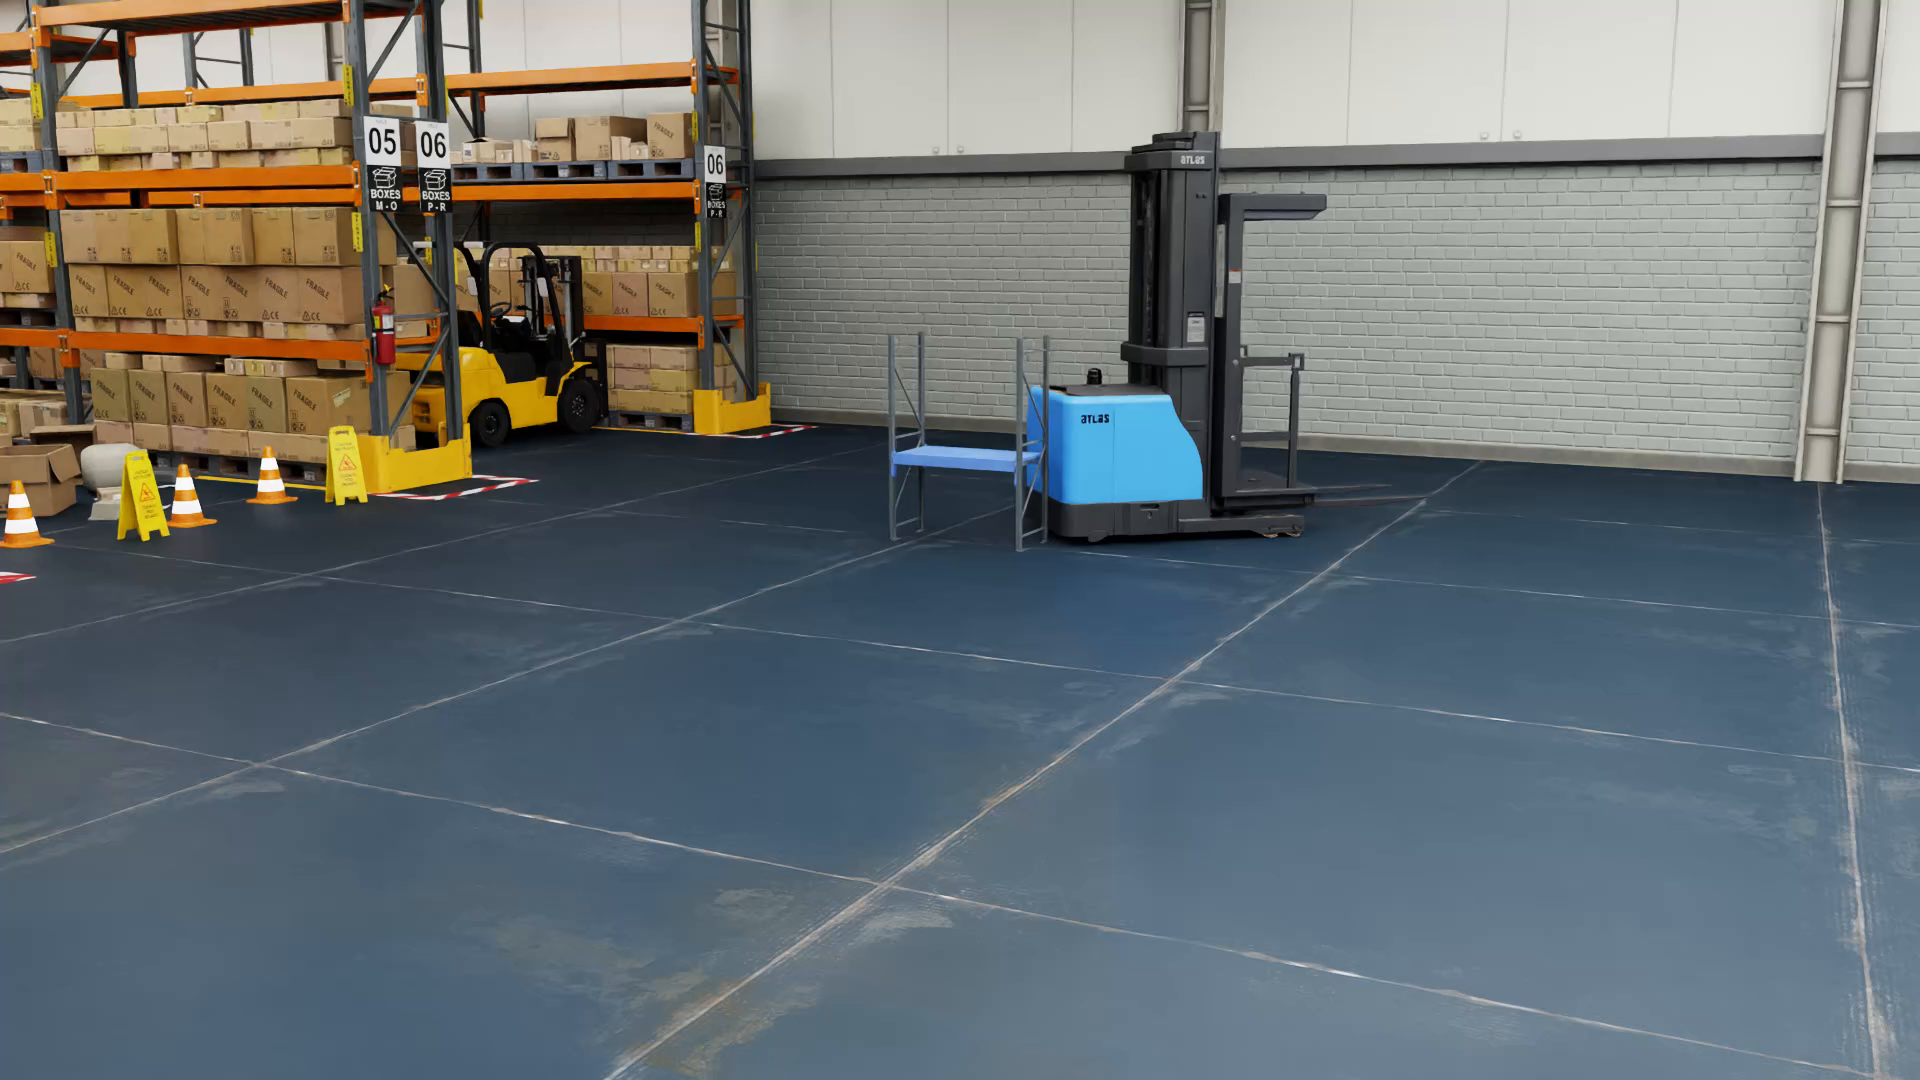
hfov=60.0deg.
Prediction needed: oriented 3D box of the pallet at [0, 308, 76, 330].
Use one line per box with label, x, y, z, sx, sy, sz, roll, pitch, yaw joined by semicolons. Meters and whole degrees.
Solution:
pallet;-9.064;-2.283;16.959;1.213;0.211;1.003;5;11;26

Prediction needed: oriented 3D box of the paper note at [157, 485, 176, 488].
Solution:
paper note;-7.071;-0.487;14.834;0.148;0.019;0.142;1;10;6

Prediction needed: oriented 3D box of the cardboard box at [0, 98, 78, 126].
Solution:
cardboard box;-9.019;-4.174;16.285;0.500;0.250;0.500;5;12;27

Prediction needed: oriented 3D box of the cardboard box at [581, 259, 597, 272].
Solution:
cardboard box;-4.259;-3.220;19.495;0.250;0.149;0.380;5;11;26

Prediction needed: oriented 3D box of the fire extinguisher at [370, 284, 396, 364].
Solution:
fire extinguisher;-4.957;-1.858;14.290;0.183;0.674;0.296;5;11;26

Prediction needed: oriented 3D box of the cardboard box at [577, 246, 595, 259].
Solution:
cardboard box;-4.266;-3.365;19.465;0.250;0.149;0.380;5;12;27

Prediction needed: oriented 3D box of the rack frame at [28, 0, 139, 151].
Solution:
rack frame;-8.443;-5.246;15.946;0.127;3.000;1.000;5;11;26

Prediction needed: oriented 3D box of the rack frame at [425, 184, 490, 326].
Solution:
rack frame;-6.250;-3.087;20.863;0.127;3.000;1.000;5;11;26

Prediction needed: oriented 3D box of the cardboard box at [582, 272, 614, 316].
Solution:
cardboard box;-4.141;-2.900;19.551;0.500;0.500;0.500;5;11;25

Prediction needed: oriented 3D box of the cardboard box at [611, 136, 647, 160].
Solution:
cardboard box;-3.768;-4.474;19.023;0.258;0.266;0.396;5;11;26

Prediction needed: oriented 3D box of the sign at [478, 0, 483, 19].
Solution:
sign;-5.982;-6.663;20.710;0.005;0.325;0.100;5;11;26

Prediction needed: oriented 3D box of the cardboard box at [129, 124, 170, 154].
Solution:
cardboard box;-7.259;-3.683;15.321;0.500;0.250;0.500;5;11;26

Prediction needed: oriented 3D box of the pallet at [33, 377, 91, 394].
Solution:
pallet;-12.678;-2.287;24.273;1.213;0.211;1.003;5;11;26

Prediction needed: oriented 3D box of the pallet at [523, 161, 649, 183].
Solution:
pallet;-4.383;-4.360;19.722;1.213;0.211;1.003;5;11;26

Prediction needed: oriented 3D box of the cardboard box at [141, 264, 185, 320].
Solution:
cardboard box;-7.266;-2.333;15.580;0.500;0.500;0.500;5;11;25

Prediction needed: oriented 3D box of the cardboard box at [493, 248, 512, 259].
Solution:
cardboard box;-5.403;-3.467;20.029;0.250;0.149;0.380;5;12;27

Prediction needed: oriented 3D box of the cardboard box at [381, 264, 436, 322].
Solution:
cardboard box;-5.158;-2.256;15.155;0.500;0.500;0.500;5;11;25

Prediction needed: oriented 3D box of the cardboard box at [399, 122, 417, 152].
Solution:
cardboard box;-5.189;-3.609;14.913;0.500;0.250;0.500;5;11;25

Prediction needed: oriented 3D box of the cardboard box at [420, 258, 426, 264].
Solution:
cardboard box;-6.654;-3.447;20.749;0.250;0.149;0.380;5;12;28

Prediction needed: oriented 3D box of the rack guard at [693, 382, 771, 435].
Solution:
rack guard;-2.641;-1.540;19.333;0.348;0.500;1.175;5;11;26

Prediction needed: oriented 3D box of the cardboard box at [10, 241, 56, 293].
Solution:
cardboard box;-8.959;-2.696;16.407;0.500;0.500;0.500;5;11;25

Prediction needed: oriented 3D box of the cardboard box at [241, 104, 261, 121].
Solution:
cardboard box;-6.162;-3.795;14.820;0.250;0.149;0.380;5;11;26

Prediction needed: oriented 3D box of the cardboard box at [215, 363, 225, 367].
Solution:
cardboard box;-7.336;-1.473;16.381;0.500;0.500;0.500;5;12;27

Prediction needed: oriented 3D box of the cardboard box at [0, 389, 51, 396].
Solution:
cardboard box;-10.185;-1.359;17.515;0.625;0.372;0.950;5;12;28

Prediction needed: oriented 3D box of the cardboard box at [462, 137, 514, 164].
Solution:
cardboard box;-5.612;-4.670;19.980;0.500;0.311;0.500;5;12;27

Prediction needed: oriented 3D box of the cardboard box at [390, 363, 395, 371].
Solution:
cardboard box;-6.723;-2.164;21.254;0.625;0.625;0.875;6;12;28

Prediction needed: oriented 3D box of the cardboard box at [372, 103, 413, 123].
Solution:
cardboard box;-5.084;-3.784;14.758;0.250;0.149;0.380;5;11;25

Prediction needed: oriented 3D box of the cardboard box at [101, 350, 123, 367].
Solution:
cardboard box;-11.700;-2.497;23.446;0.500;0.500;0.500;5;11;24

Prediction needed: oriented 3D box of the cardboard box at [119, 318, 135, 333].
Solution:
cardboard box;-7.801;-2.066;15.930;0.250;0.149;0.380;5;11;26

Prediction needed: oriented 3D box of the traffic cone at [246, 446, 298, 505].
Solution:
traffic cone;-5.812;-0.558;14.014;0.334;0.463;0.336;5;11;26

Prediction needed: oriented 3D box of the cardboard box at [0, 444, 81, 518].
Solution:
cardboard box;-7.551;-0.484;13.492;0.637;0.503;0.797;-2;11;-14

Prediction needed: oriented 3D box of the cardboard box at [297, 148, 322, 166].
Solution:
cardboard box;-5.537;-3.329;14.482;0.250;0.149;0.380;5;11;26

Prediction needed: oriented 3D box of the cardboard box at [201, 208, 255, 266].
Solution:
cardboard box;-6.364;-2.736;15.003;0.500;0.500;0.700;5;11;25

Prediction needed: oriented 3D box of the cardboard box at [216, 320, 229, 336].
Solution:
cardboard box;-6.648;-1.974;15.418;0.250;0.149;0.380;5;11;26

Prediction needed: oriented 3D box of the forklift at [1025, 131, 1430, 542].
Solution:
forklift;2.076;-1.545;12.539;3.031;2.935;1.130;-3;11;-14

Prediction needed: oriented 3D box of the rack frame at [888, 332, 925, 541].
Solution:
rack frame;-0.391;-0.771;12.281;0.032;1.500;0.500;5;11;26

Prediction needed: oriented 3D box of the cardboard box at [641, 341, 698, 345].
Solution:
cardboard box;-3.460;-2.224;19.830;0.500;0.250;0.500;5;11;26

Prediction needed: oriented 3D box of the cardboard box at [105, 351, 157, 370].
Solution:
cardboard box;-7.948;-1.726;15.961;0.250;0.149;0.380;5;11;27

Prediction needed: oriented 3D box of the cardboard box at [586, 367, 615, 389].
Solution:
cardboard box;-4.155;-1.938;19.654;0.500;0.250;0.500;5;11;25

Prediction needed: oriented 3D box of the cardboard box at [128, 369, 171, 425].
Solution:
cardboard box;-7.548;-1.386;15.904;0.500;0.500;0.500;6;12;28

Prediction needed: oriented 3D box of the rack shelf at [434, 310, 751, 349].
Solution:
rack shelf;-4.456;-2.575;20.056;4.000;0.370;1.077;5;11;26

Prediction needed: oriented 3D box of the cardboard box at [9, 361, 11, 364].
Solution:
cardboard box;-14.301;-2.645;25.247;0.250;0.149;0.380;5;11;25

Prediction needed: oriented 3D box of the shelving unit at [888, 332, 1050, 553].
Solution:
shelving unit;0.063;-0.731;12.056;1.048;1.500;0.538;5;11;26

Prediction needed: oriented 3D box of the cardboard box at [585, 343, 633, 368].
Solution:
cardboard box;-4.131;-2.181;19.593;0.500;0.250;0.500;5;11;27

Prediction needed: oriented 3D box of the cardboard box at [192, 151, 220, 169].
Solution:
cardboard box;-6.696;-3.428;15.032;0.250;0.149;0.380;5;11;25

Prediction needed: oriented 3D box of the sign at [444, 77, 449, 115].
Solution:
sign;-4.616;-3.971;14.873;0.005;0.325;0.100;5;11;26

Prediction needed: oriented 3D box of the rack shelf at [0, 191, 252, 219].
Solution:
rack shelf;-11.630;-4.682;23.272;4.000;0.370;1.077;5;11;26

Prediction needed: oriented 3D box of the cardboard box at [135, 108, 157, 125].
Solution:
cardboard box;-7.357;-3.887;15.328;0.250;0.149;0.380;5;11;24

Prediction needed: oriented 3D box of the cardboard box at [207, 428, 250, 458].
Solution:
cardboard box;-6.632;-0.935;15.517;0.500;0.250;0.500;5;11;24

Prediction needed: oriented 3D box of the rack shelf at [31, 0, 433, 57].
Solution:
rack shelf;-6.649;-4.732;15.140;4.000;0.370;1.077;5;11;26

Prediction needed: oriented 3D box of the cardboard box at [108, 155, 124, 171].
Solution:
cardboard box;-7.790;-3.551;15.710;0.250;0.149;0.380;5;11;26

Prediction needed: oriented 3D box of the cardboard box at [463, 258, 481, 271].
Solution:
cardboard box;-5.847;-3.368;20.314;0.250;0.149;0.380;5;12;27

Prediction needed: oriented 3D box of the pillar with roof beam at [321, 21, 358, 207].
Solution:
pillar with roof beam;-10.174;-5.708;18.499;0.400;9.000;9.100;5;11;26

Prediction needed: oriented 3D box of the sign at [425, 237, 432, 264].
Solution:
sign;-6.481;-3.530;20.283;0.005;0.325;0.100;5;11;26

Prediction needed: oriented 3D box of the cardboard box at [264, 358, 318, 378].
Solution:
cardboard box;-6.048;-1.560;15.041;0.250;0.149;0.380;5;12;27

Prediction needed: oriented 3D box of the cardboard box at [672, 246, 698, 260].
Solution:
cardboard box;-3.077;-3.281;18.998;0.250;0.149;0.380;5;11;26

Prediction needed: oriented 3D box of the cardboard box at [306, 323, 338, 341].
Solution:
cardboard box;-5.562;-1.852;14.748;0.250;0.149;0.380;5;11;25

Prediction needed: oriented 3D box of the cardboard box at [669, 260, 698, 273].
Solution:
cardboard box;-3.098;-3.122;18.958;0.250;0.149;0.380;5;11;27
